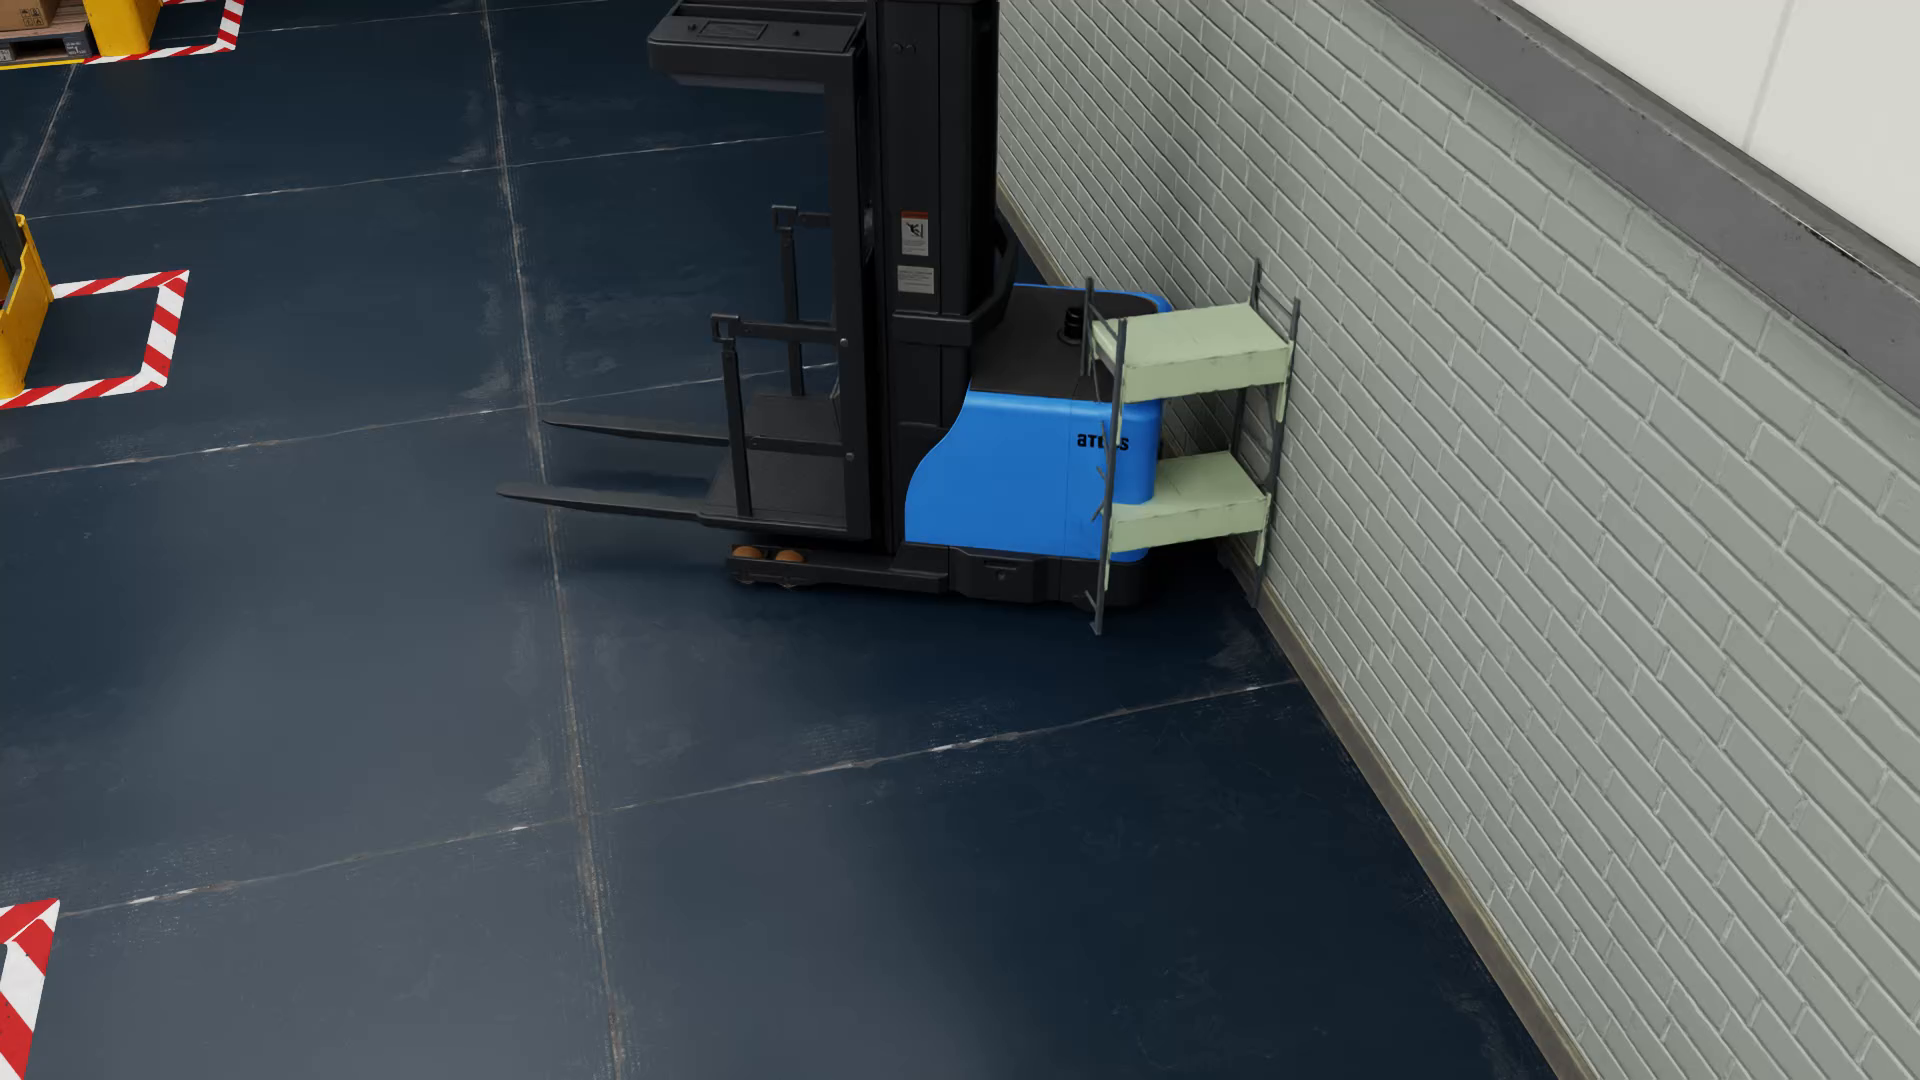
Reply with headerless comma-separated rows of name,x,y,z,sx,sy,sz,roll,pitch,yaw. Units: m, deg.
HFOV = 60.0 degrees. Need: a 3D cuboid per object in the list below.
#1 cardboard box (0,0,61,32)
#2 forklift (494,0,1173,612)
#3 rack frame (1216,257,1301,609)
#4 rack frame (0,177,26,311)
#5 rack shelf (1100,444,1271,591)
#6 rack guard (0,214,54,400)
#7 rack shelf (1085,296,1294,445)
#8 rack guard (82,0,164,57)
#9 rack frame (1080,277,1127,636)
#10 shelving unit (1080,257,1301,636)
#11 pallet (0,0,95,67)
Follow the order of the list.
cardboard box,-7.120,-4.180,12.457,0.500,0.500,0.700,-9,38,-12
forklift,-0.604,-1.263,6.989,3.031,2.935,1.130,6,38,7
rack frame,1.257,-0.425,7.048,0.023,1.500,0.400,-9,36,-14
rack frame,-5.176,-2.270,8.249,0.127,3.000,1.000,-9,38,-12
rack shelf,0.900,-0.103,7.145,0.720,0.370,0.431,-9,36,-14
rack guard,-5.249,-1.265,8.993,0.348,0.500,1.175,-9,38,-12
rack shelf,0.912,-0.693,6.739,0.720,0.370,0.431,-9,36,-14
rack guard,-6.447,-4.186,12.811,0.348,0.500,1.175,-9,38,-12
rack frame,0.554,-0.318,6.872,0.023,1.500,0.400,-9,36,-14
shelving unit,0.905,-0.371,6.960,0.755,1.500,0.431,-9,36,-14
pallet,-7.222,-3.895,12.668,1.213,0.211,1.003,-9,38,-12
